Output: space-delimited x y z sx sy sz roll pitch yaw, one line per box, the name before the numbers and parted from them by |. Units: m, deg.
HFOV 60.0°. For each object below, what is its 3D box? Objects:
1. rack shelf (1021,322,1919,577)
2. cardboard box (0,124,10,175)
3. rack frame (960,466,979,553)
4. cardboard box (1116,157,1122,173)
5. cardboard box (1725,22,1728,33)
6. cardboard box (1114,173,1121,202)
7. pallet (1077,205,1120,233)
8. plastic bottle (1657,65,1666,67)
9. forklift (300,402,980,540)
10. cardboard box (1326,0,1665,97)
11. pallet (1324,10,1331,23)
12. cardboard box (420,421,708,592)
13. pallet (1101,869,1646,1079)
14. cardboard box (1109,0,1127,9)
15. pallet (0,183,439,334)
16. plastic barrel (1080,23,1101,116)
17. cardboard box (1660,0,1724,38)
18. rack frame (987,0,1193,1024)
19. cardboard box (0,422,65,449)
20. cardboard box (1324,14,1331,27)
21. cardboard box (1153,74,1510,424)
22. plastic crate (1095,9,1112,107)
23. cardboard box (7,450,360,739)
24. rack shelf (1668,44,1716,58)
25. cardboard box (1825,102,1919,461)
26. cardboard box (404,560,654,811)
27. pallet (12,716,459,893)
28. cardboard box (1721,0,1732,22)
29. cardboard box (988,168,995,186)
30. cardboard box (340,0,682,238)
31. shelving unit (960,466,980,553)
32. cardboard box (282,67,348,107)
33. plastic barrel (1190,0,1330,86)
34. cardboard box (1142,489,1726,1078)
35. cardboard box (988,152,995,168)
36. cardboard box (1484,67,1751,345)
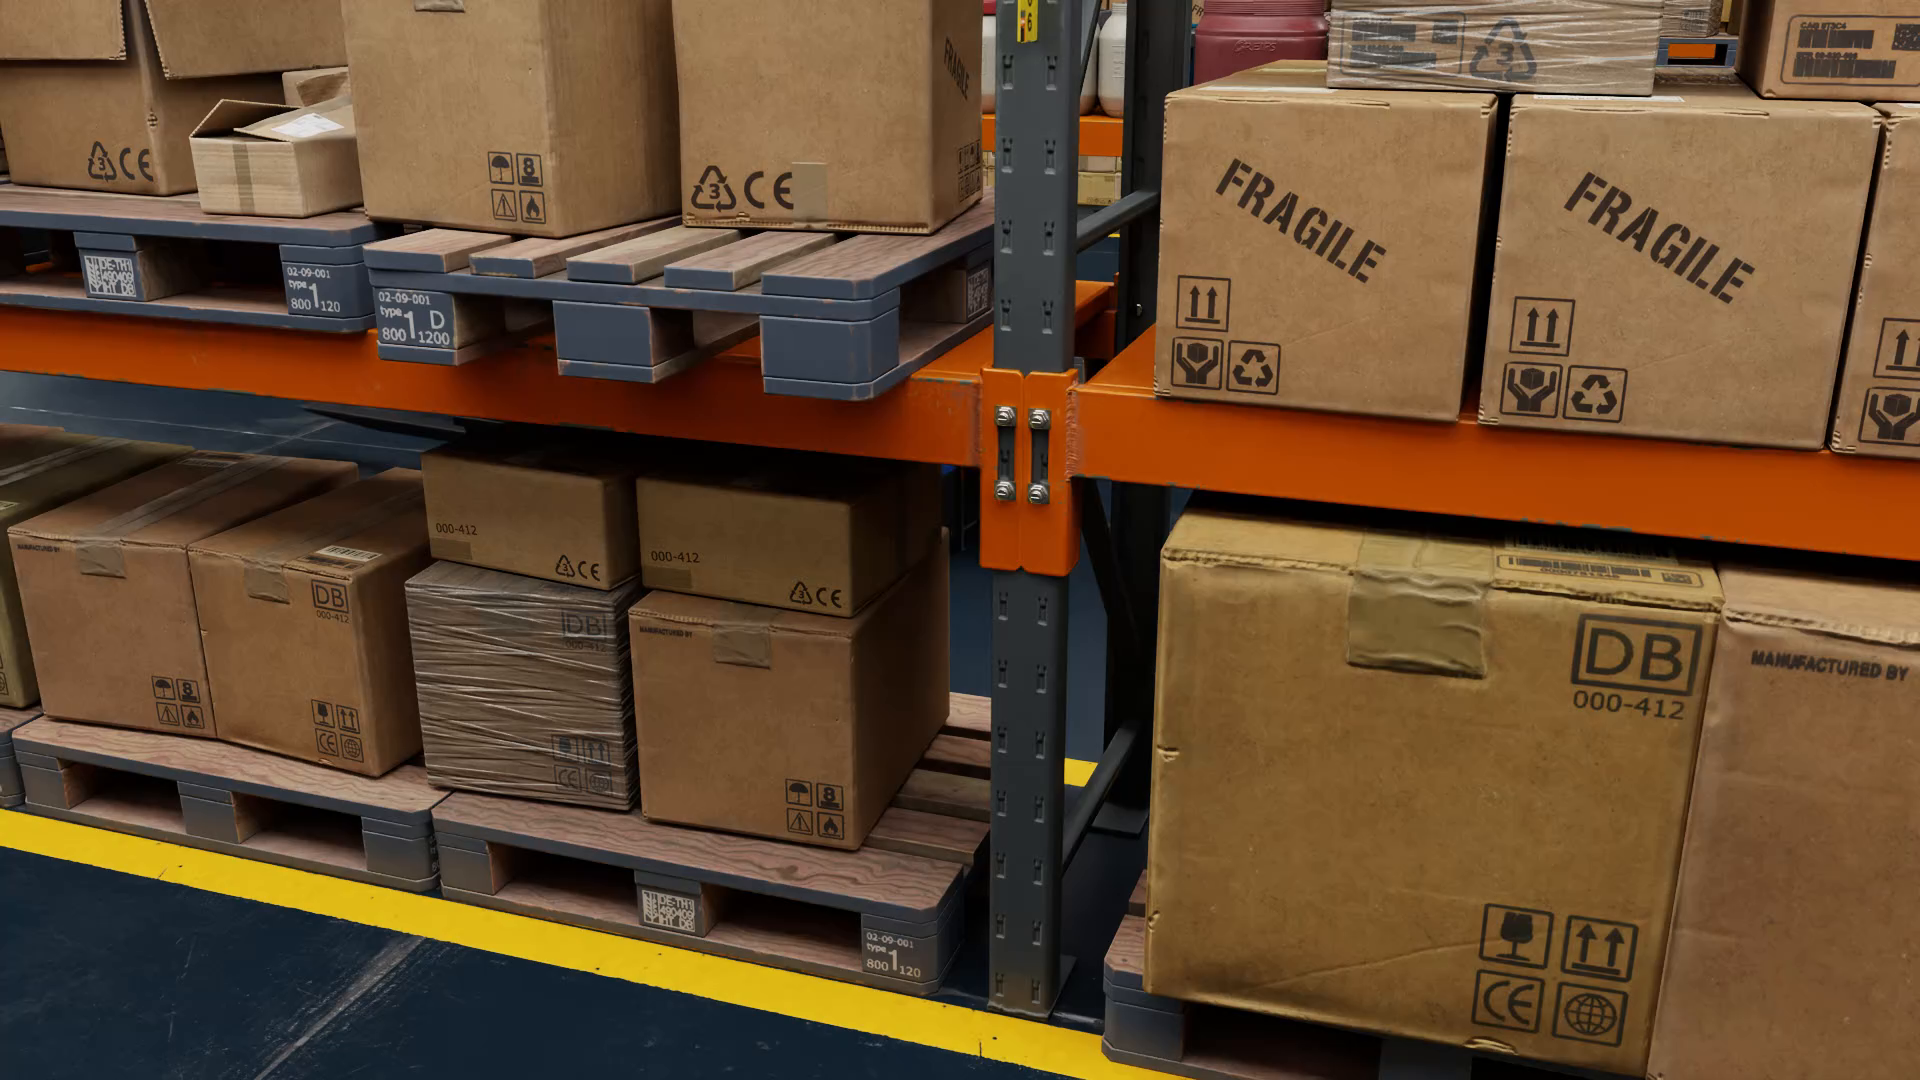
rack shelf | 2.168 -0.060 2.783 4.000 0.370 1.077 7 20 18
cardboard box | -2.795 -1.400 3.985 1.000 1.000 1.000 7 20 18
rack frame | 0.057 -0.556 5.848 0.006 1.200 0.240 9 21 25
cardboard box | 1.516 -3.004 12.825 0.500 0.311 0.500 7 20 20
cardboard box | 7.336 -4.794 15.623 0.250 0.149 0.380 6 20 17
cardboard box | 1.507 -2.740 12.920 0.500 0.250 0.500 7 20 19
pallet | 1.620 -2.612 13.248 1.213 0.211 1.003 7 20 18
plastic bottle | 2.973 -1.849 7.002 0.133 0.283 0.061 7 20 18
forklift | -1.282 -1.612 6.247 3.031 2.935 1.130 9 21 25
cardboard box | 0.964 -1.052 2.862 0.637 0.503 0.797 7 20 20
pallet | 3.272 -5.346 17.148 1.213 0.211 1.003 7 20 18
cardboard box | -0.868 -0.114 3.836 0.500 0.250 0.500 9 21 24
pallet | 0.999 0.810 3.432 1.213 0.211 1.003 7 20 18
cardboard box | 1.446 -3.975 12.771 0.500 0.500 0.500 7 20 18
pallet | -1.605 -0.726 3.893 1.213 0.211 1.003 7 20 18
plastic barrel | 0.464 -2.298 7.943 0.421 0.512 0.421 0 19 0
cardboard box | 4.966 -3.749 11.485 0.500 0.500 0.700 11 22 28
rack frame | 0.279 -0.615 3.284 0.127 3.000 1.000 7 20 18
cardboard box | -2.927 -0.002 4.653 0.500 0.500 0.700 5 20 14
cardboard box | 2.752 -3.810 12.584 0.500 0.311 0.500 6 20 17
cardboard box | 0.649 -0.525 2.875 0.500 0.500 0.500 7 20 20
plastic crate | 0.478 -2.455 8.465 0.583 0.464 0.402 7 20 18
cardboard box | -1.954 0.116 4.316 0.500 0.500 0.700 5 20 13
rack shelf | 7.044 -4.680 16.038 4.000 0.370 1.077 7 20 18
cardboard box | 1.622 -0.416 2.561 0.500 0.500 0.500 6 20 17
cardboard box | -0.889 0.235 3.974 0.500 0.500 0.700 5 20 14
pallet | -1.608 0.484 4.366 1.213 0.211 1.003 7 20 18
cardboard box | 6.985 -5.133 15.612 0.500 0.500 0.500 7 20 20
cardboard box | 0.537 -2.851 13.237 0.500 0.250 0.500 7 20 19
cardboard box | -0.805 -0.936 3.414 0.500 0.500 0.700 10 21 26
shelving unit | 0.138 -0.542 5.809 0.189 1.200 0.258 9 21 25
cardboard box | -1.229 -0.995 3.964 0.500 0.250 0.500 6 20 17
plastic barrel | 1.366 -2.175 7.553 0.708 0.536 0.600 7 20 18
cardboard box | 0.924 0.271 3.332 0.875 0.875 1.225 6 20 16
cardboard box | 0.534 -3.114 13.140 0.500 0.311 0.500 6 20 17
cardboard box | 1.295 -0.631 3.176 0.500 0.500 0.500 6 20 18
